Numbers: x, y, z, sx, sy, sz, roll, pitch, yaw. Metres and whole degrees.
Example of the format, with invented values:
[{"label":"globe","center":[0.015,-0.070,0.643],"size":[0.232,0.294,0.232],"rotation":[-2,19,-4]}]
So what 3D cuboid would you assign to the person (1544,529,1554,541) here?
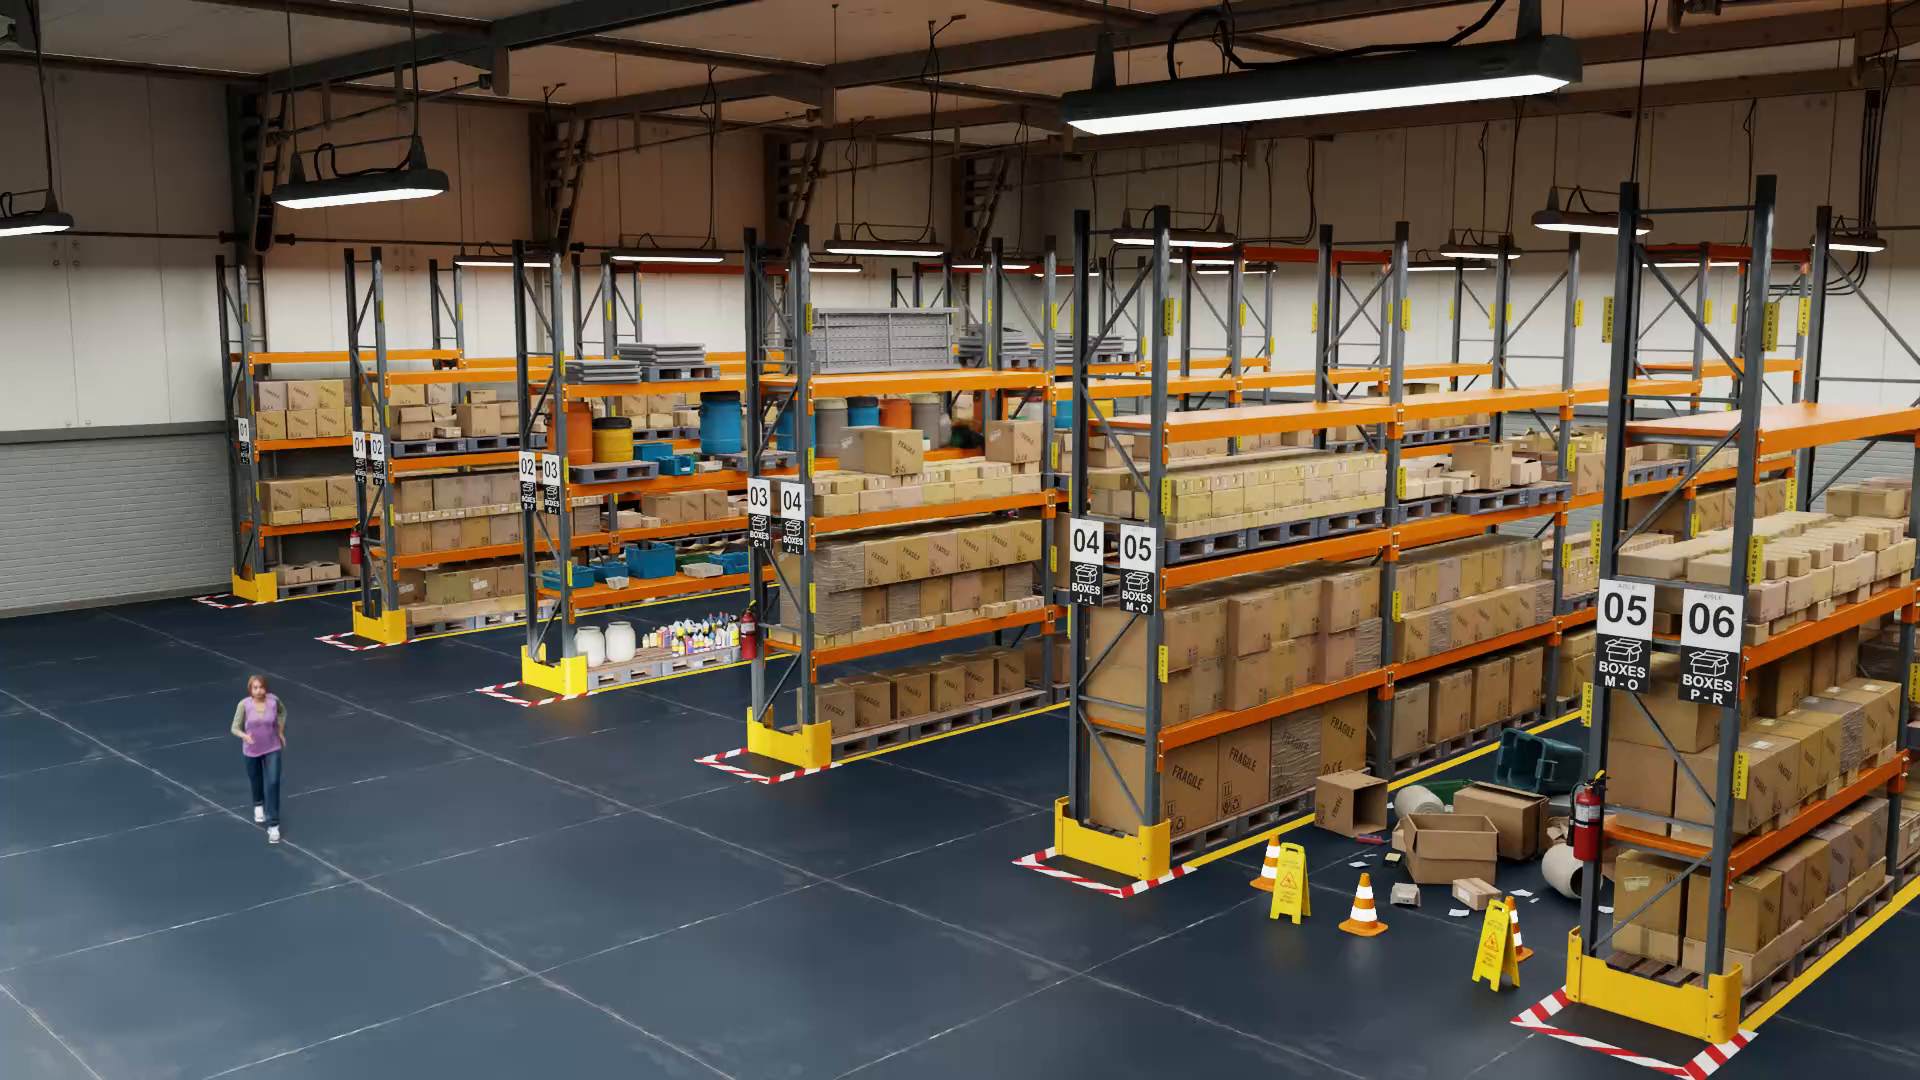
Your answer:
[{"label":"person","center":[8.924,0.743,25.208],"size":[0.783,1.818,0.670],"rotation":[-8,11,-43]}]

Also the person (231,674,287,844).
[{"label":"person","center":[-6.832,2.083,16.257],"size":[0.509,1.616,0.843],"rotation":[-4,9,-23]}]
